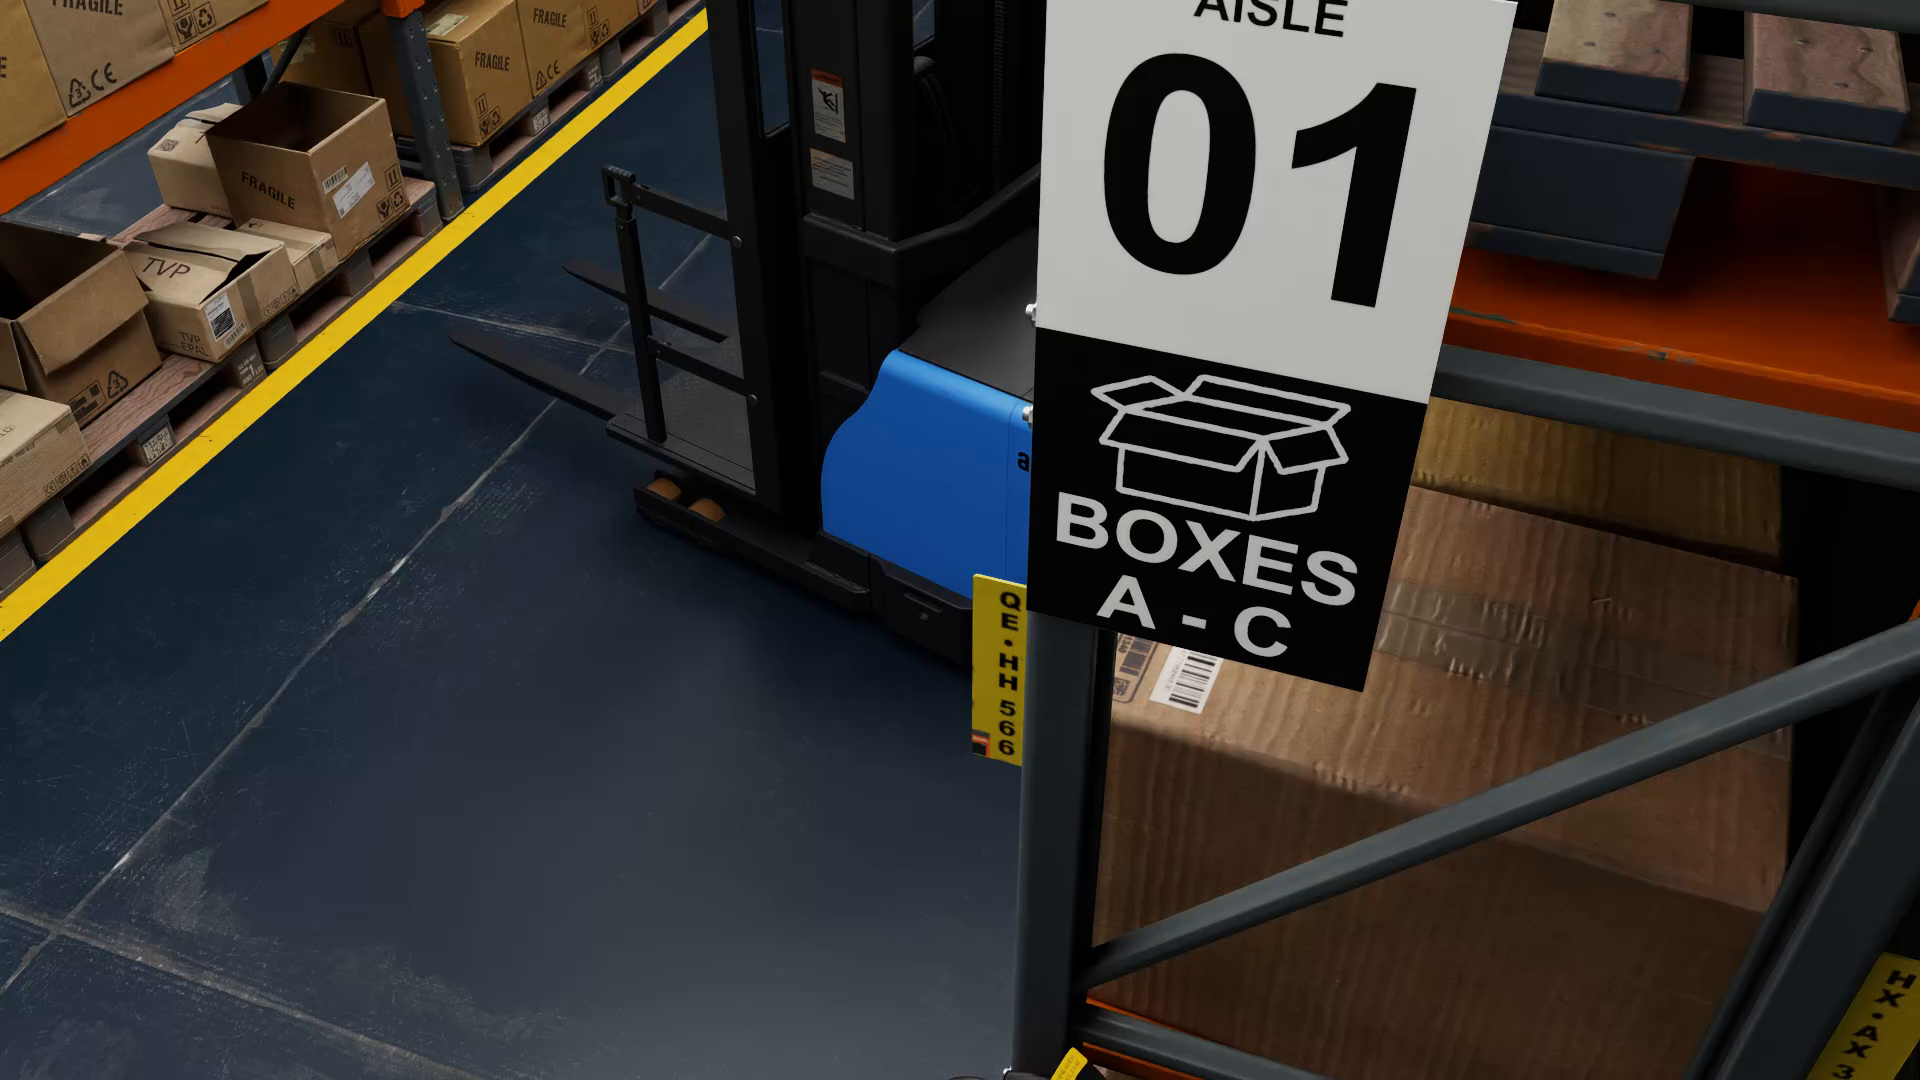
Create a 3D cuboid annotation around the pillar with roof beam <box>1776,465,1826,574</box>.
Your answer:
[{"bbox_3d":[-1.535,-4.222,3.765,9.100,9.000,0.400,13,42,15],"label":"pillar with roof beam"}]

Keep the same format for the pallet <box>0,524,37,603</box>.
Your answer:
[{"bbox_3d":[-3.790,0.268,5.274,1.003,0.211,1.213,13,42,15],"label":"pallet"}]

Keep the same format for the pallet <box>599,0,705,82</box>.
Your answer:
[{"bbox_3d":[-2.061,-2.890,8.975,1.003,0.211,1.213,13,42,15],"label":"pallet"}]

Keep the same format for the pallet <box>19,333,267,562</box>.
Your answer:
[{"bbox_3d":[-3.371,-0.474,6.143,1.003,0.211,1.213,13,42,15],"label":"pallet"}]

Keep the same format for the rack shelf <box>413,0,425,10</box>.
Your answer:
[{"bbox_3d":[-2.036,-3.646,8.267,1.077,0.370,4.000,13,42,15],"label":"rack shelf"}]

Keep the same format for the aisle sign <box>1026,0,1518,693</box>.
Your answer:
[{"bbox_3d":[0.263,-0.175,1.641,0.394,0.787,0.004,13,42,15],"label":"aisle sign"}]

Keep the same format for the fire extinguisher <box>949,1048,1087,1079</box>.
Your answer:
[{"bbox_3d":[0.084,0.998,2.617,0.296,0.674,0.183,13,42,15],"label":"fire extinguisher"}]

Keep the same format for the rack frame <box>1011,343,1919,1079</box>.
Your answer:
[{"bbox_3d":[0.569,0.837,2.458,1.000,3.000,0.127,13,42,15],"label":"rack frame"}]

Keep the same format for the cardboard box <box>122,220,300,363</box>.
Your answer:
[{"bbox_3d":[-2.904,-0.977,6.316,0.500,0.311,0.500,13,42,15],"label":"cardboard box"}]

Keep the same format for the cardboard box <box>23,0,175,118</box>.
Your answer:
[{"bbox_3d":[-2.998,-1.748,5.410,0.500,0.500,0.500,14,42,16],"label":"cardboard box"}]

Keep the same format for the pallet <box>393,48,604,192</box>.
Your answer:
[{"bbox_3d":[-2.477,-2.144,8.100,1.003,0.211,1.213,13,42,15],"label":"pallet"}]

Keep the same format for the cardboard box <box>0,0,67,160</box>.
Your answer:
[{"bbox_3d":[-3.169,-1.436,5.046,0.500,0.500,0.500,14,42,16],"label":"cardboard box"}]

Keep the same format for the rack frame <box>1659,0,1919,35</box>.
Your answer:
[{"bbox_3d":[0.569,-1.446,0.511,1.000,3.000,0.127,13,42,15],"label":"rack frame"}]

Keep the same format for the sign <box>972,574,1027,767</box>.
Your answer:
[{"bbox_3d":[0.064,0.177,2.157,0.100,0.325,0.005,13,42,15],"label":"sign"}]

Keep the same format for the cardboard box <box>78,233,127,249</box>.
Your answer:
[{"bbox_3d":[-3.353,-1.052,6.516,0.380,0.166,0.250,13,42,15],"label":"cardboard box"}]

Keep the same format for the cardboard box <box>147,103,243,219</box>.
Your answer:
[{"bbox_3d":[-3.066,-1.637,7.090,0.500,0.311,0.500,13,42,15],"label":"cardboard box"}]

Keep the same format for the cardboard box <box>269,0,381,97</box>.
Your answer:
[{"bbox_3d":[-2.820,-2.281,7.700,0.500,0.500,0.500,13,42,15],"label":"cardboard box"}]

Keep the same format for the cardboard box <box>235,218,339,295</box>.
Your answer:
[{"bbox_3d":[-2.720,-1.130,6.621,0.380,0.149,0.250,13,42,15],"label":"cardboard box"}]

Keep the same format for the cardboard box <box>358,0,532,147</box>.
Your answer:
[{"bbox_3d":[-2.325,-2.157,7.555,0.500,0.500,0.500,11,42,13],"label":"cardboard box"}]

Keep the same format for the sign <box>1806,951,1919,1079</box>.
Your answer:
[{"bbox_3d":[1.089,0.604,2.003,0.100,0.325,0.005,13,42,15],"label":"sign"}]

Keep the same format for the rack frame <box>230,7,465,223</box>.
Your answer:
[{"bbox_3d":[-2.719,-2.700,6.604,1.000,3.000,0.127,13,42,15],"label":"rack frame"}]

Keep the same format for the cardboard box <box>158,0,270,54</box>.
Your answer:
[{"bbox_3d":[-2.824,-2.062,5.778,0.500,0.500,0.500,14,43,16],"label":"cardboard box"}]

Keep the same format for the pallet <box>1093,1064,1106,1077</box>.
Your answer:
[{"bbox_3d":[0.769,1.393,3.955,1.003,0.211,1.213,13,42,15],"label":"pallet"}]

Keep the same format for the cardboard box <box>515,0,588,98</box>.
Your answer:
[{"bbox_3d":[-2.153,-2.485,7.939,0.500,0.500,0.500,14,42,16],"label":"cardboard box"}]

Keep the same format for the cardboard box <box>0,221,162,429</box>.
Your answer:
[{"bbox_3d":[-3.357,-0.771,5.927,0.797,0.503,0.637,13,42,15],"label":"cardboard box"}]

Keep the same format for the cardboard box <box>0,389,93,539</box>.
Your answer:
[{"bbox_3d":[-3.293,-0.260,5.524,0.500,0.250,0.500,13,42,15],"label":"cardboard box"}]

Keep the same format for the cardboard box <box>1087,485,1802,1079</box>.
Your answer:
[{"bbox_3d":[0.734,0.409,2.728,0.980,0.700,0.700,15,43,17],"label":"cardboard box"}]

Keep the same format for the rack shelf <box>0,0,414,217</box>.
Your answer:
[{"bbox_3d":[-3.403,-1.207,5.407,1.077,0.370,4.000,13,42,15],"label":"rack shelf"}]

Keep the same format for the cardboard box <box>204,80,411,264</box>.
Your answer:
[{"bbox_3d":[-2.648,-1.506,6.791,0.500,0.500,0.500,13,42,15],"label":"cardboard box"}]

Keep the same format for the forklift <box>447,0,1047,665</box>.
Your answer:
[{"bbox_3d":[-0.518,-1.348,5.071,3.031,2.935,1.130,24,46,26],"label":"forklift"}]

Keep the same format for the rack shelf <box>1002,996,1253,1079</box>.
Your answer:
[{"bbox_3d":[1.253,-0.109,4.121,1.077,0.370,4.000,13,42,15],"label":"rack shelf"}]

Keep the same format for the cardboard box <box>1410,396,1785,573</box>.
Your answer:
[{"bbox_3d":[0.972,-0.037,3.251,0.980,0.700,0.700,13,42,15],"label":"cardboard box"}]

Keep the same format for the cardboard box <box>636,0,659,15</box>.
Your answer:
[{"bbox_3d":[-1.802,-3.097,8.655,0.500,0.500,0.500,12,42,13],"label":"cardboard box"}]

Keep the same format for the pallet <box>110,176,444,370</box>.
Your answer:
[{"bbox_3d":[-2.955,-1.221,7.018,1.003,0.211,1.213,13,42,15],"label":"pallet"}]

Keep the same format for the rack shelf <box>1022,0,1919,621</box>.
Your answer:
[{"bbox_3d":[1.253,-1.251,3.148,1.077,0.370,4.000,13,42,15],"label":"rack shelf"}]

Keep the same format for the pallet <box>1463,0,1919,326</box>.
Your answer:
[{"bbox_3d":[0.813,-0.725,2.046,1.003,0.211,1.213,13,42,15],"label":"pallet"}]

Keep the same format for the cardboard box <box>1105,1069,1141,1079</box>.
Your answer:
[{"bbox_3d":[0.714,1.179,3.660,0.700,0.500,0.500,13,42,15],"label":"cardboard box"}]

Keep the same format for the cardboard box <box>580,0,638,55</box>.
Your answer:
[{"bbox_3d":[-1.975,-2.788,8.294,0.500,0.500,0.500,14,42,16],"label":"cardboard box"}]
